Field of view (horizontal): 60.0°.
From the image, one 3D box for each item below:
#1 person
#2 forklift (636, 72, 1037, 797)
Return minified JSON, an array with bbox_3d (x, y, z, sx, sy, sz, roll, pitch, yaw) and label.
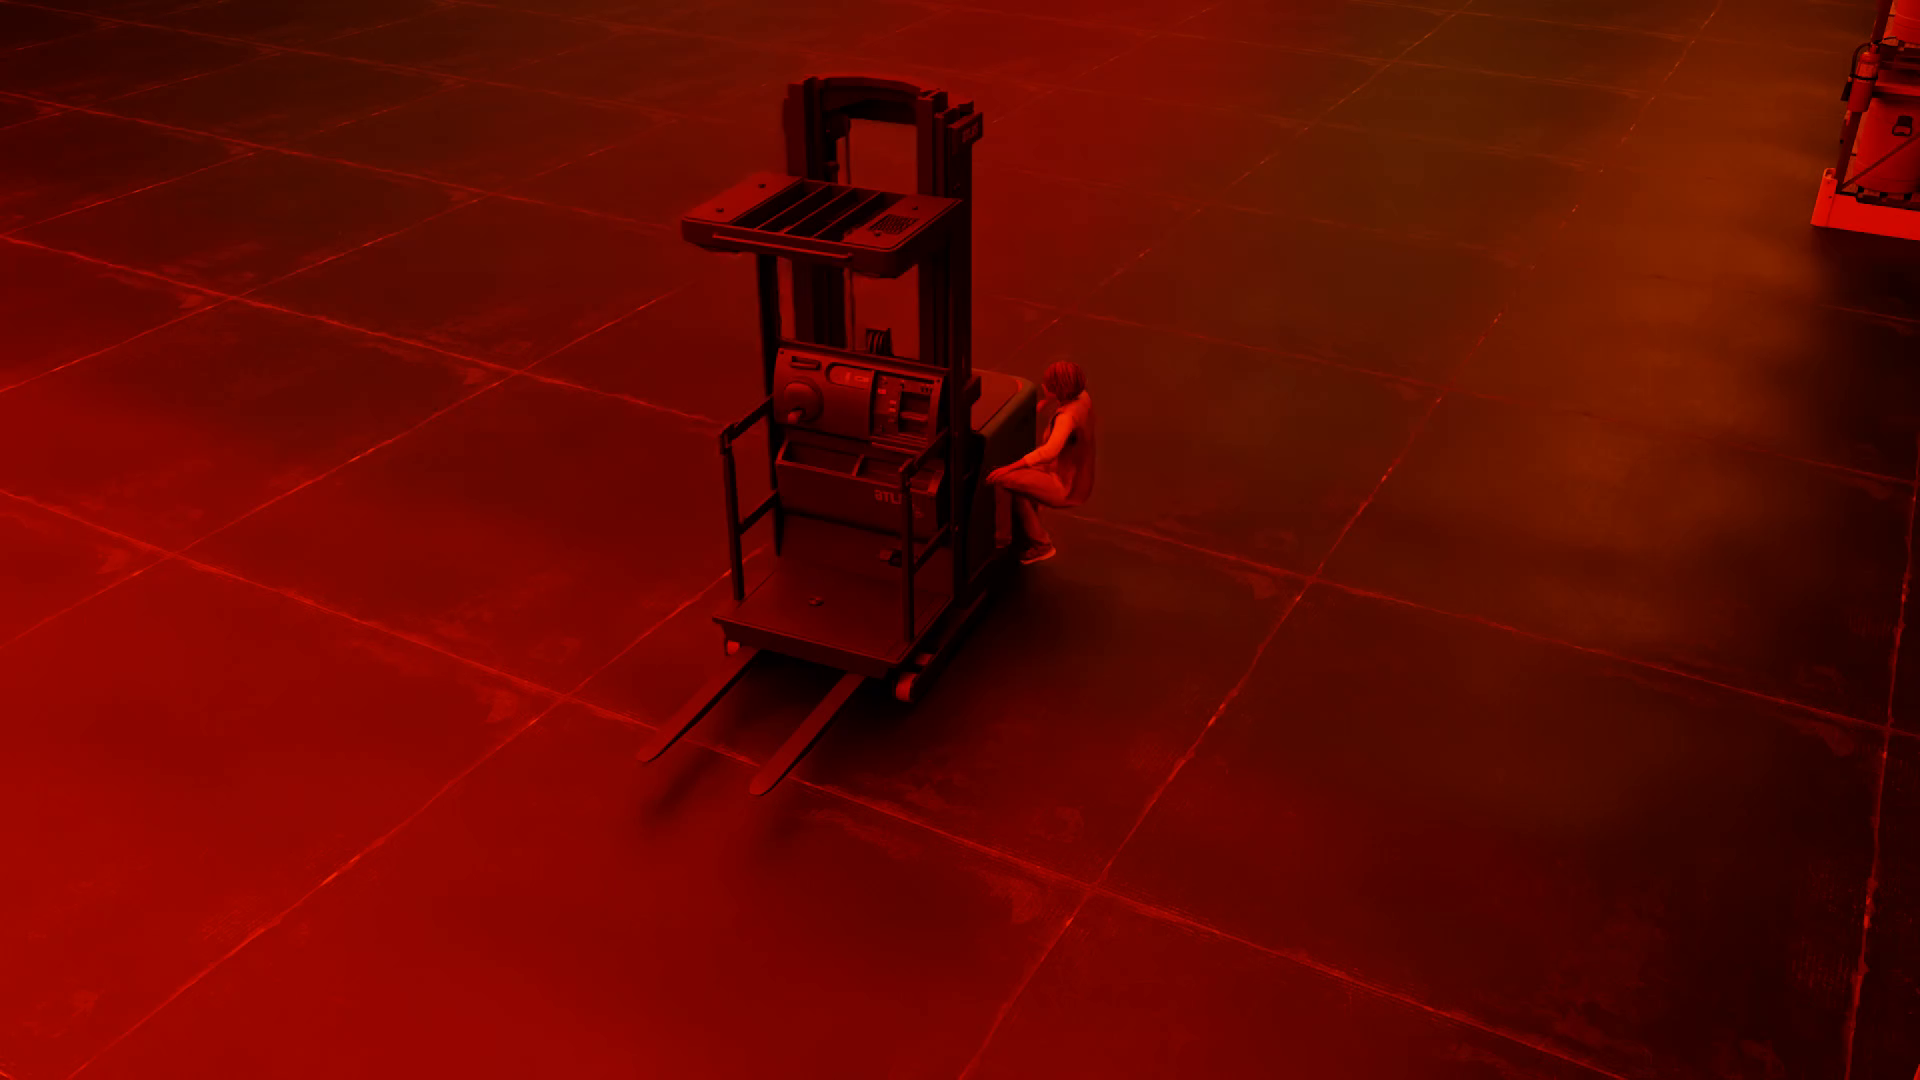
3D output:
[{"bbox_3d":[0.376,-0.388,9.202,0.729,1.349,0.963,5,30,9],"label":"person"},{"bbox_3d":[-0.604,-0.674,8.239,1.130,2.935,3.031,12,32,20],"label":"forklift"}]
